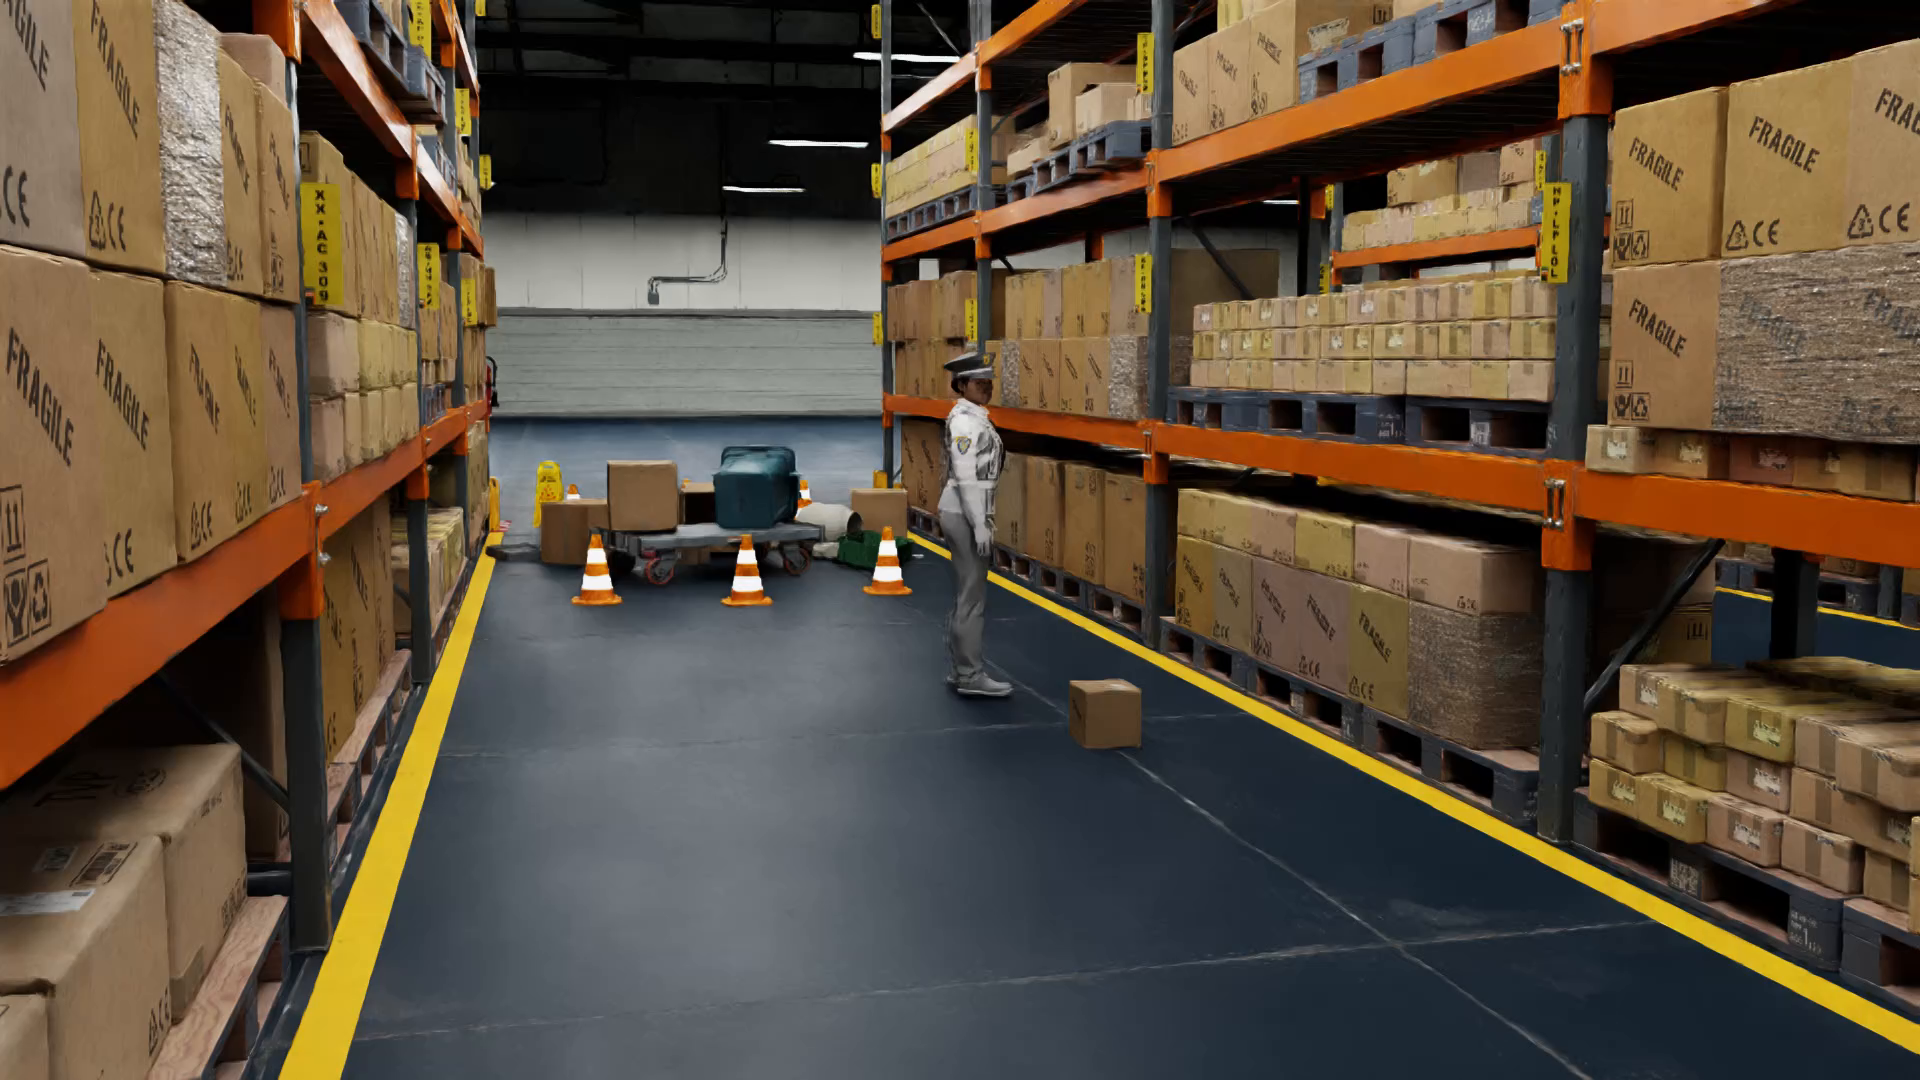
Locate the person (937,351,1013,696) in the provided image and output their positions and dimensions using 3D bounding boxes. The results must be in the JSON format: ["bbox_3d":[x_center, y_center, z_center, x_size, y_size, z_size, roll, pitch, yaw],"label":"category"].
[{"bbox_3d":[0.074,-0.063,8.181,0.377,1.721,0.534,0,6,3],"label":"person"}]
